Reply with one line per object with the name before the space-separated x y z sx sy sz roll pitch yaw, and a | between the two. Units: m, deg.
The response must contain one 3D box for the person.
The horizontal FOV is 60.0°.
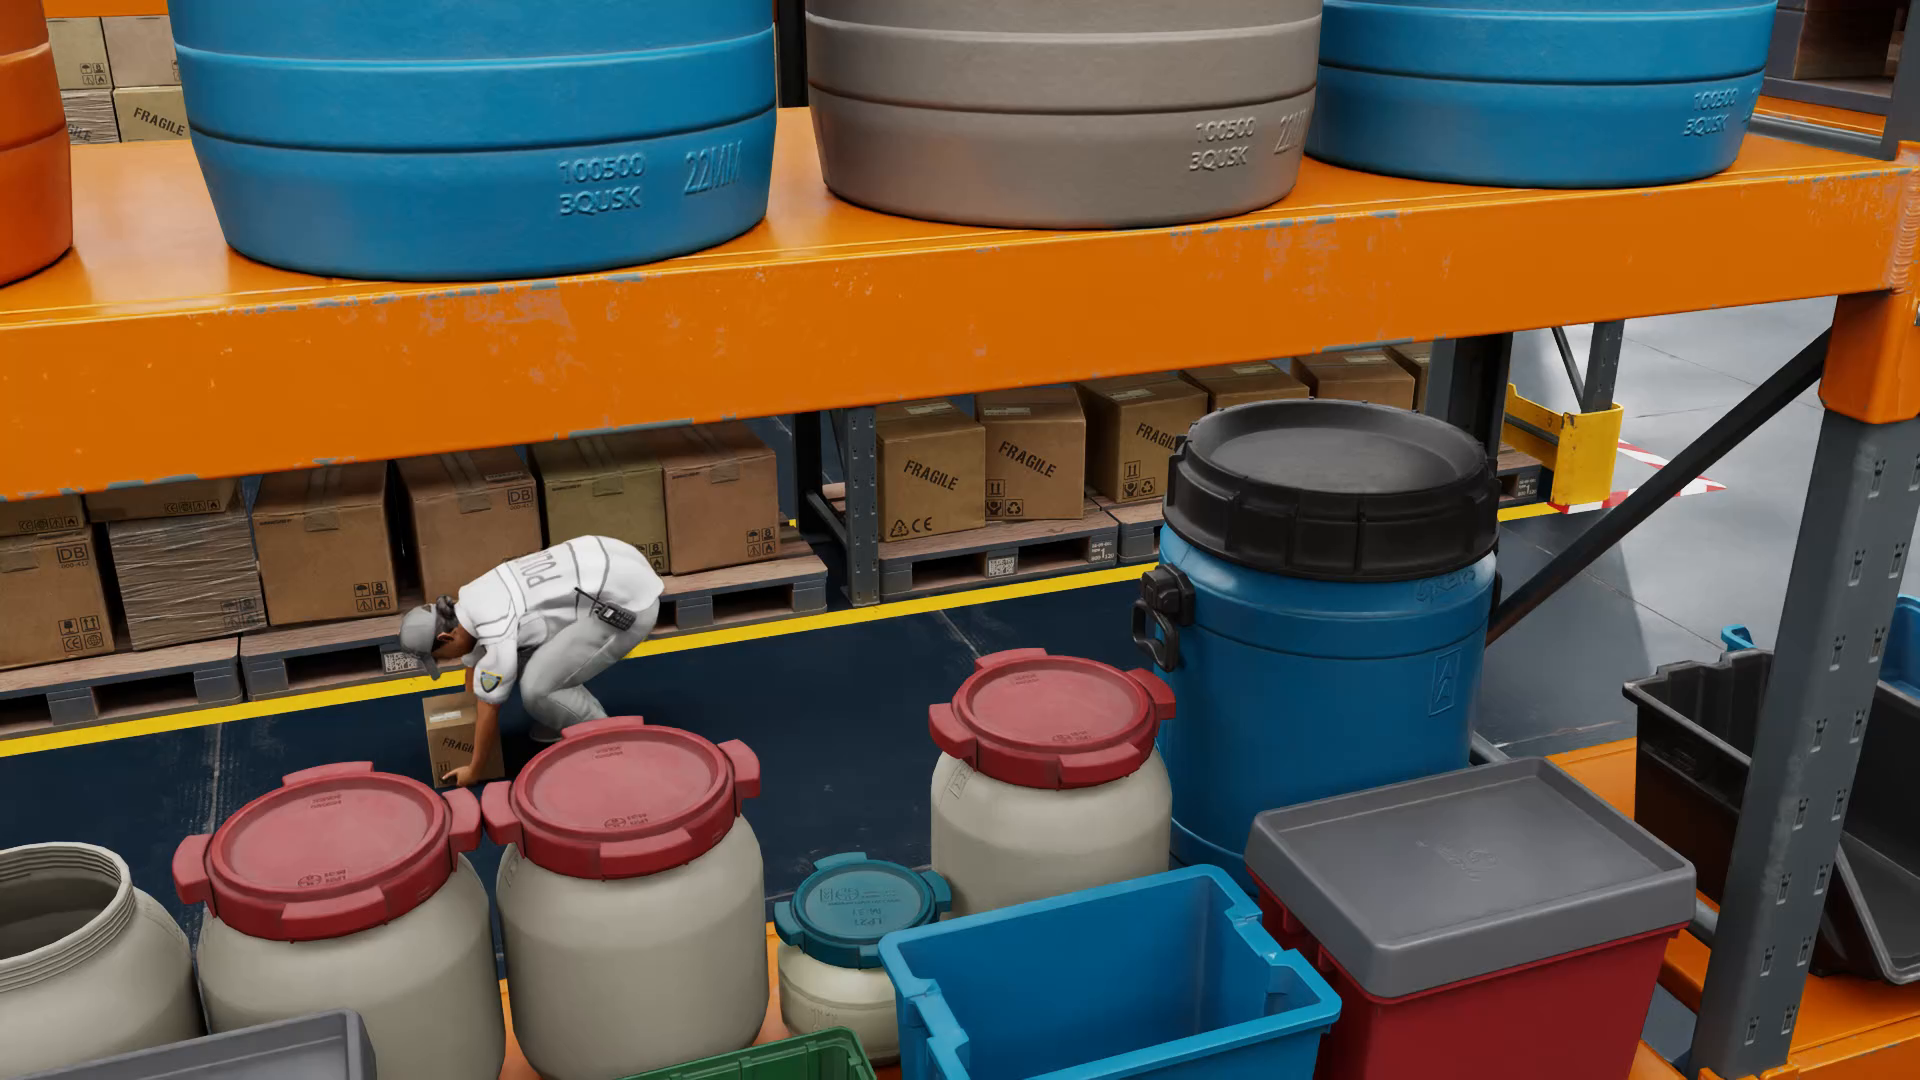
person | -1.595 0.345 6.086 0.950 1.036 0.481 -9 24 -21
